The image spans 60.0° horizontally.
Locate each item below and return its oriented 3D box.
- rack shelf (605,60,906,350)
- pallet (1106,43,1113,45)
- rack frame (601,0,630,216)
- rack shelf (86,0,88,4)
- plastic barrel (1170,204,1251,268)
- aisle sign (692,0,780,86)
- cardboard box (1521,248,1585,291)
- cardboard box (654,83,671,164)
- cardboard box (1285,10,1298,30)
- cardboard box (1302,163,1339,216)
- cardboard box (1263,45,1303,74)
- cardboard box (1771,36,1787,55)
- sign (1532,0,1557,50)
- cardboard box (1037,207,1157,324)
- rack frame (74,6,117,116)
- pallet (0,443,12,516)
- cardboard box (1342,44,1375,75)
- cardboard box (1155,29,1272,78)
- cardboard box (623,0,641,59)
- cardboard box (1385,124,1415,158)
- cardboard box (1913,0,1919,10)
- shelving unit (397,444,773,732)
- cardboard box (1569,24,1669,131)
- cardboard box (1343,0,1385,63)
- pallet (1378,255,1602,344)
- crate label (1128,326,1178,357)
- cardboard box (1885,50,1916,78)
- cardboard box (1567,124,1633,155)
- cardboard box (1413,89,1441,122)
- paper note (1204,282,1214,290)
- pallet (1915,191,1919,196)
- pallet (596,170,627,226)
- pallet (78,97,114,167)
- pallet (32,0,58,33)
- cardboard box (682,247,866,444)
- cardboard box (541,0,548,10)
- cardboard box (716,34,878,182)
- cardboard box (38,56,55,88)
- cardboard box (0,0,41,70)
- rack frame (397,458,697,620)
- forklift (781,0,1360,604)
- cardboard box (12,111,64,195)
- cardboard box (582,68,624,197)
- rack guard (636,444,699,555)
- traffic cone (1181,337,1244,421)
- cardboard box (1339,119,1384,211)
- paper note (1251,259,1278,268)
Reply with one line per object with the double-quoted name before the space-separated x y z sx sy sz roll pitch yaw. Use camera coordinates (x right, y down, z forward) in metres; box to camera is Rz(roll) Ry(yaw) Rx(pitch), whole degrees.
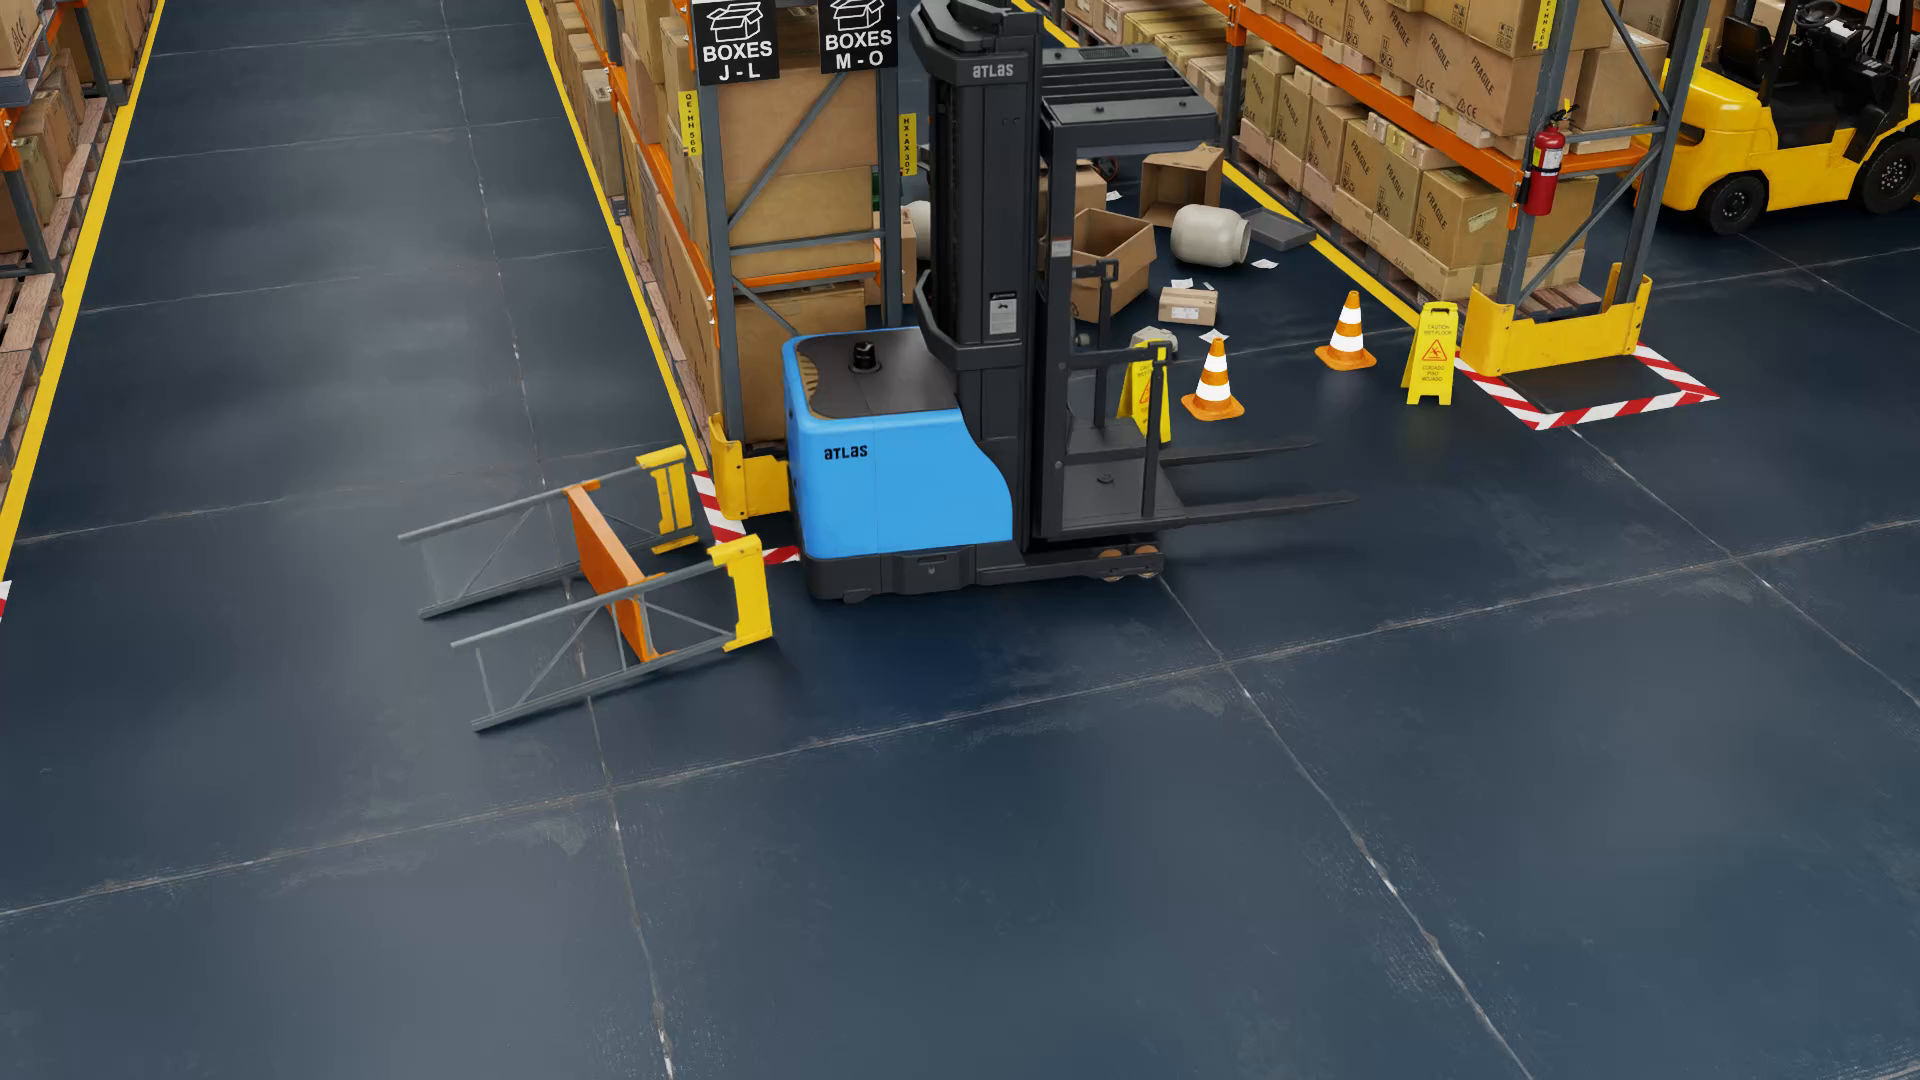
"rack shelf" -1.413 -2.301 10.483 1.077 0.370 4.000 -10 35 -15
"pallet" 2.046 -4.423 15.572 1.003 0.211 1.213 -10 35 -15
"rack frame" -2.023 -3.651 11.874 1.000 3.000 0.127 -10 35 -15
"rack shelf" -8.608 -5.720 15.657 1.077 0.370 4.000 -10 35 -15
"plastic barrel" 1.809 -2.191 12.002 0.512 0.421 0.421 13 36 18
"aisle sign" -1.067 -2.548 7.846 0.394 0.787 0.004 -10 35 -15
"cardboard box" 3.898 -1.934 11.389 0.500 0.250 0.500 -10 35 -15
"cardboard box" -1.400 -2.672 10.256 0.875 0.550 0.500 -10 35 -15
"cardboard box" 2.688 -3.954 12.560 0.380 0.149 0.250 -10 35 -15
"cardboard box" 2.921 -2.653 12.476 0.500 0.250 0.500 -10 35 -15
"cardboard box" 2.564 -3.717 12.818 0.380 0.149 0.250 -10 35 -14
"cardboard box" 7.240 -4.304 14.522 0.500 0.250 0.500 -10 35 -15
"sign" 3.346 -2.968 9.504 0.100 0.325 0.005 -10 35 -15
"cardboard box" 0.934 -1.891 11.475 0.637 0.503 0.797 19 38 26
"rack frame" -7.997 -4.970 13.870 1.000 3.000 0.127 -10 35 -15
"pallet" -5.795 -0.079 8.997 1.003 0.211 1.213 -10 35 -15
"cardboard box" 2.936 -3.412 11.739 0.380 0.149 0.250 -10 35 -15
"cardboard box" 2.275 -4.267 14.809 0.950 0.372 0.625 -8 34 -12
"cardboard box" -1.631 -3.389 10.361 0.875 0.550 0.550 -10 35 -15
"cardboard box" 3.138 -2.739 11.338 0.380 0.149 0.250 -9 35 -14
"cardboard box" 7.736 -4.334 12.817 0.500 0.500 0.500 -10 35 -14
"shelving unit" -1.860 0.209 8.243 1.500 0.587 1.083 -19 37 -23
"cardboard box" 4.000 -2.897 10.373 0.500 0.500 0.500 -11 35 -15
"cardboard box" 3.018 -3.637 11.492 0.500 0.500 0.500 -10 35 -14
"pallet" 3.643 -1.745 11.519 1.003 0.211 1.213 -10 35 -15
"crate label" 1.269 -1.288 10.894 0.298 0.136 0.250 27 42 34
"cardboard box" 7.697 -3.705 13.162 0.500 0.250 0.500 -11 35 -16
"cardboard box" 3.974 -2.545 10.427 0.380 0.149 0.250 -10 35 -15
"cardboard box" 3.215 -2.875 10.927 0.380 0.149 0.250 -9 35 -14
"paper note" 1.762 -1.799 11.783 0.032 0.001 0.123 -10 35 -15
"pallet" 7.965 -3.144 13.635 1.003 0.211 1.213 -10 35 -15
"pallet" -2.330 -2.880 13.236 1.003 0.211 1.213 -10 35 -15
"pallet" -7.760 -3.396 14.017 1.003 0.211 1.213 -10 35 -15
"pallet" -7.355 -3.858 12.360 1.003 0.211 1.213 -10 35 -15
"cardboard box" -1.073 -1.185 9.688 0.875 0.875 0.875 -10 35 -14
"cardboard box" -4.024 -5.733 16.911 0.500 0.500 0.500 -12 35 -17
"cardboard box" -0.879 -2.265 8.661 0.875 0.550 0.550 -10 35 -15
"cardboard box" -7.593 -3.800 13.288 0.500 0.250 0.500 -6 34 -9
"cardboard box" -6.886 -3.736 11.078 1.000 1.000 1.000 -10 35 -14
"rack frame" -2.102 -0.028 8.610 1.500 0.500 0.032 -19 37 -23
"forklift" 0.617 -1.287 8.358 3.031 2.935 1.130 -6 34 -9
"cardboard box" -7.243 -2.884 12.581 0.700 0.500 0.500 -13 36 -19
"cardboard box" -2.298 -3.198 12.849 1.050 0.750 0.750 -10 35 -15
"rack guard" -1.554 -0.212 8.849 0.250 0.587 0.087 -19 37 -23
"traffic cone" 1.567 -1.022 10.196 0.336 0.463 0.334 -10 35 -15
"cardboard box" 3.078 -2.694 11.858 0.500 0.500 0.500 -11 35 -16
"paper note" 2.217 -2.010 12.083 0.142 0.019 0.148 -23 40 -31
